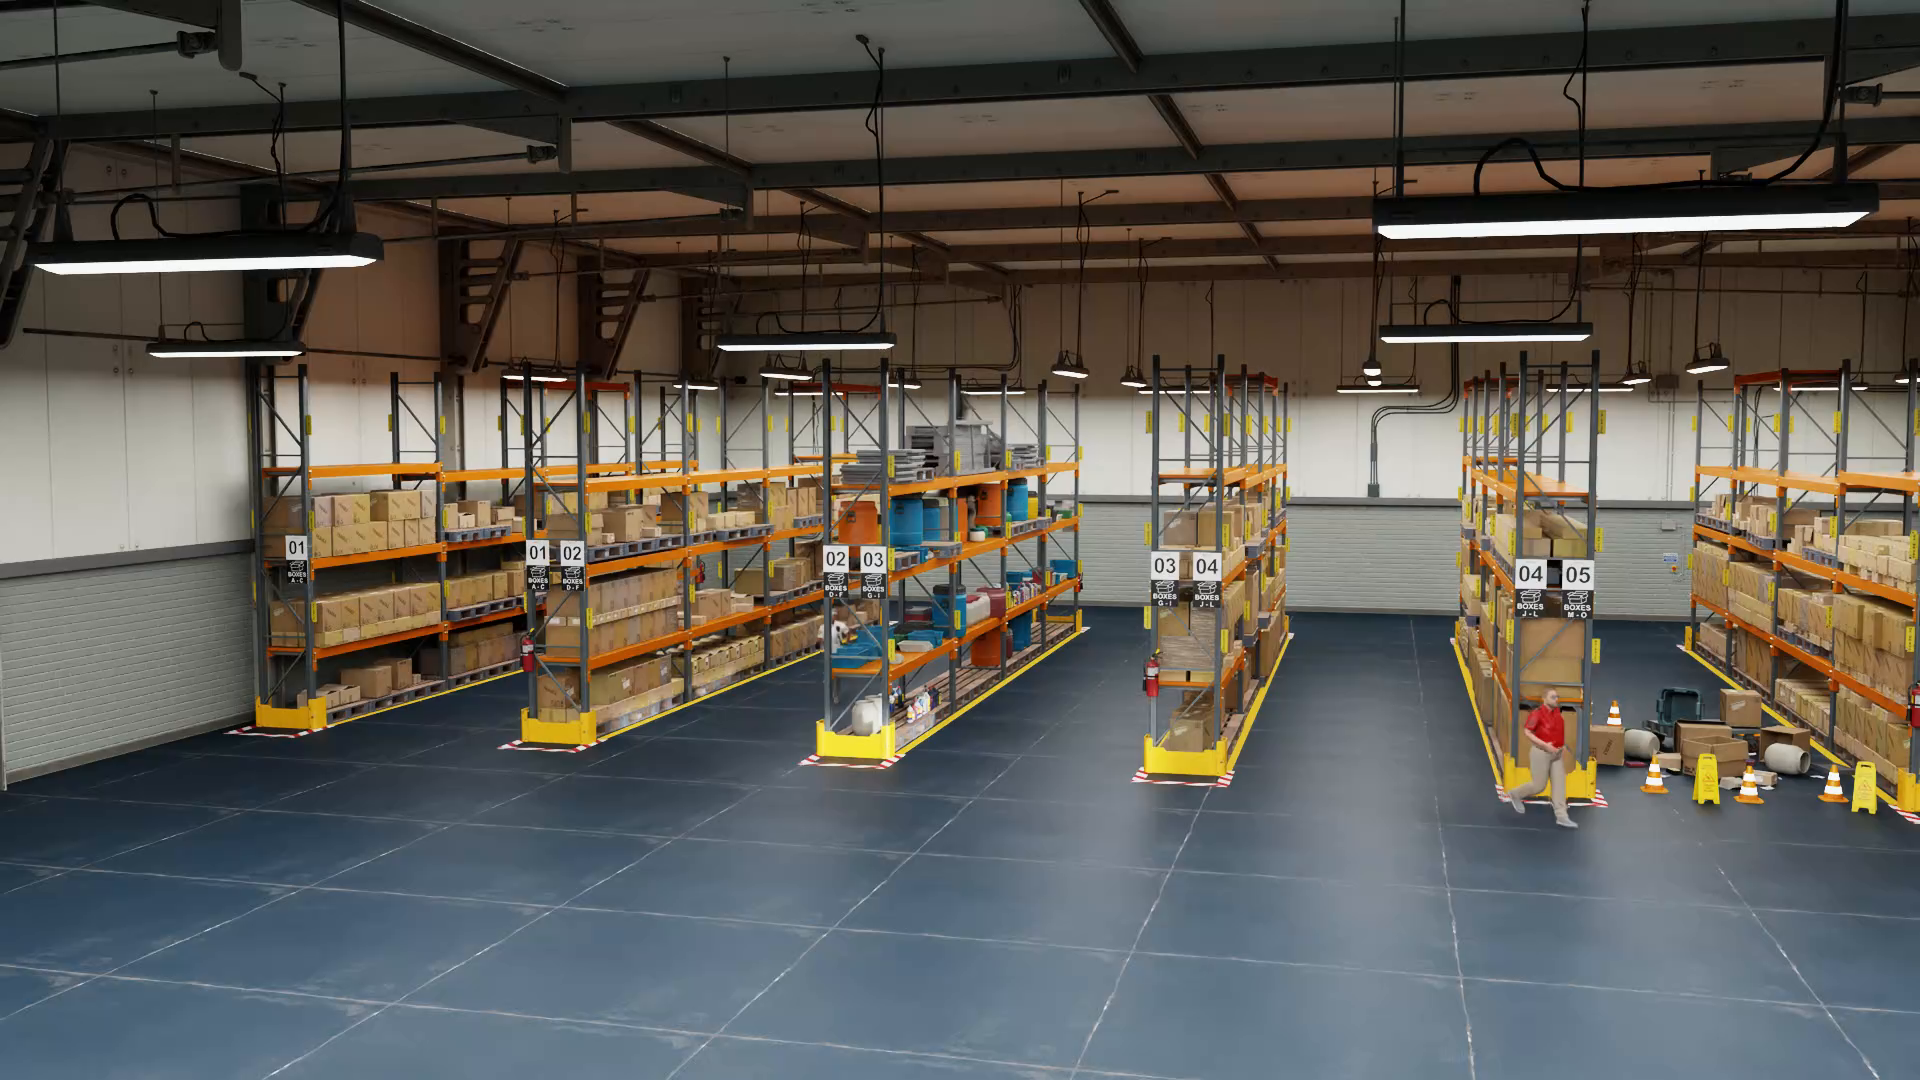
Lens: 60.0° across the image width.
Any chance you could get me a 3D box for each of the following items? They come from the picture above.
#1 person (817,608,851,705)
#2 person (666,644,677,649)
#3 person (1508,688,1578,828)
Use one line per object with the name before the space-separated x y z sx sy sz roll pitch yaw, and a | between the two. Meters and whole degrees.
person | -2.292 2.103 30.067 0.529 1.779 0.786 1 4 9
person | -5.979 1.768 34.618 0.650 1.702 0.876 1 4 9
person | 7.332 2.694 20.807 0.666 1.702 0.993 -2 4 -29
